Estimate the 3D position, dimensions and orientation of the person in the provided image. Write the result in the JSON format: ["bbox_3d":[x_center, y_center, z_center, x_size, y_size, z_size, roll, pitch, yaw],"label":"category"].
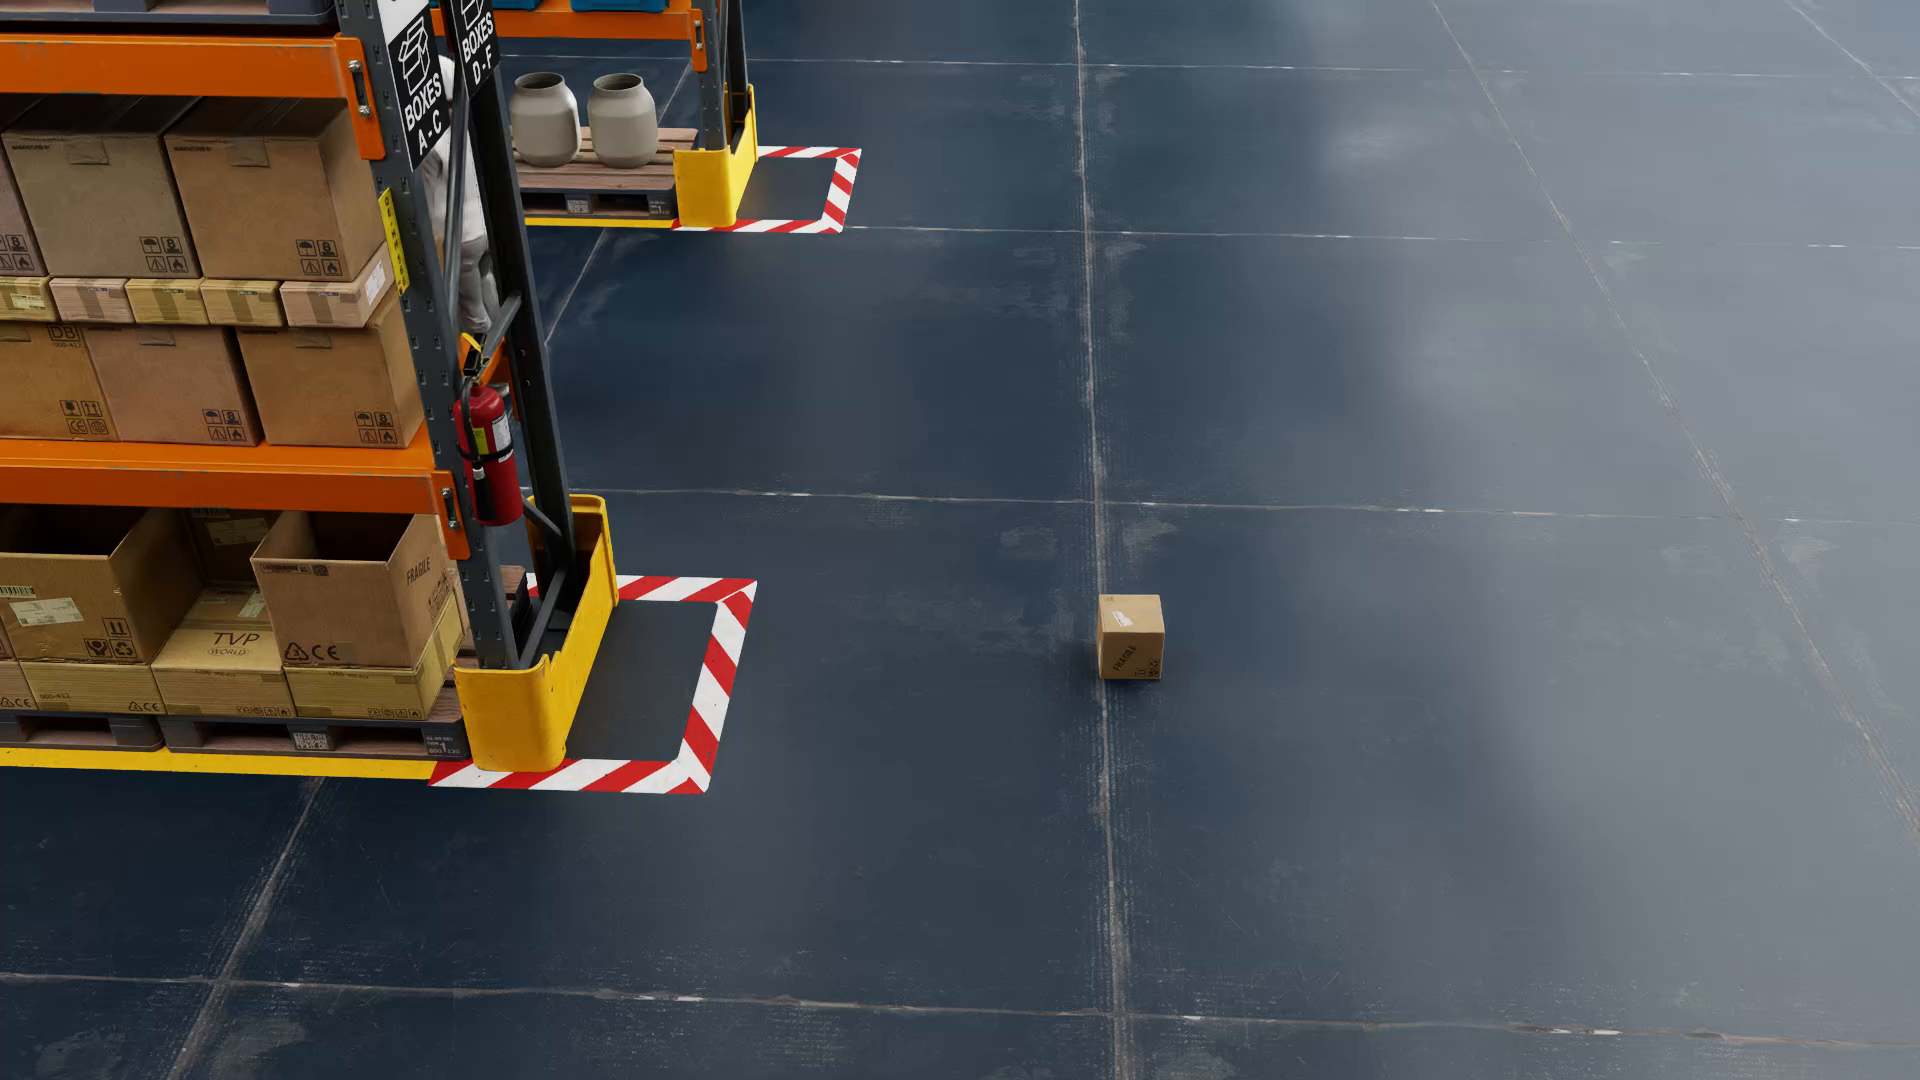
[{"bbox_3d":[-2.484,-1.540,8.264,0.450,1.795,0.541,21,41,27],"label":"person"}]
